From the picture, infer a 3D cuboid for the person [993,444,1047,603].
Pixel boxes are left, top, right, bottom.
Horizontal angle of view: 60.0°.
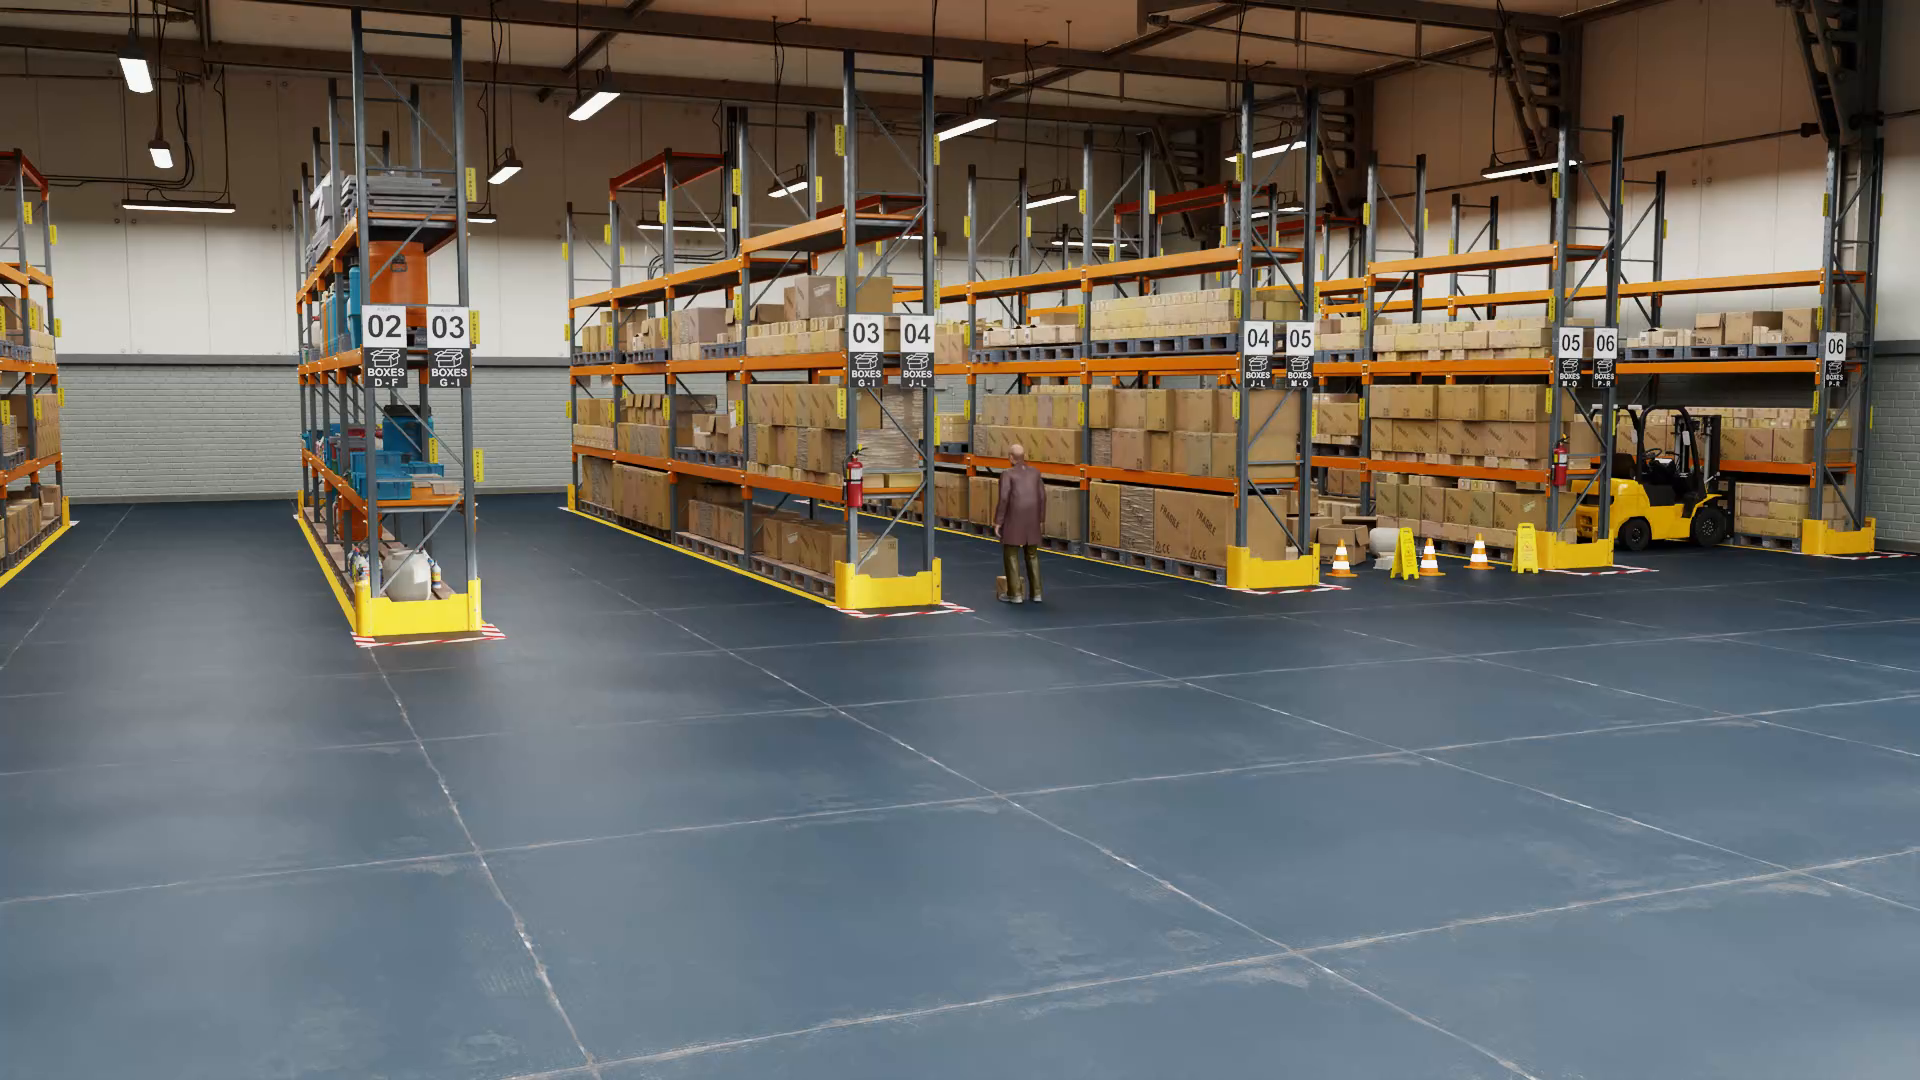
[{"bbox_3d":[0.673,-0.187,18.725,0.654,1.774,0.420,-3,6,-27],"label":"person"}]
